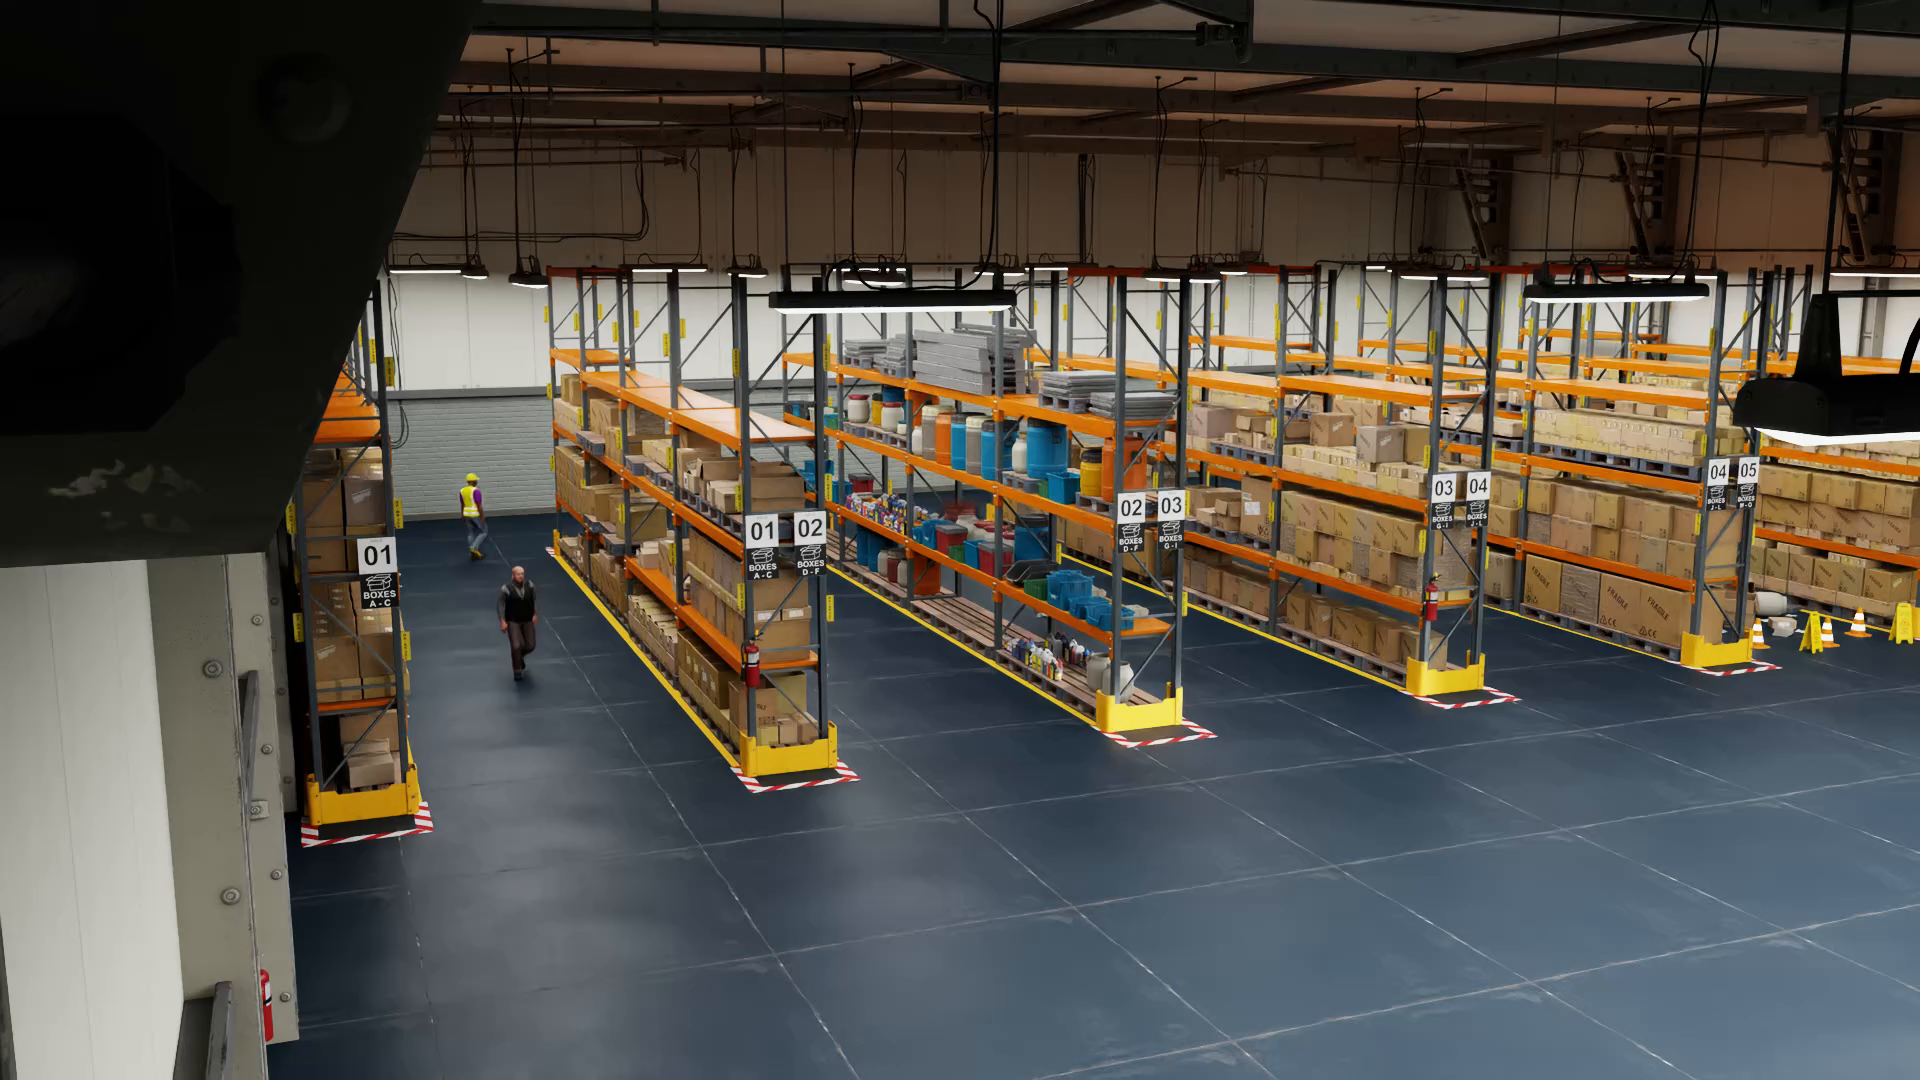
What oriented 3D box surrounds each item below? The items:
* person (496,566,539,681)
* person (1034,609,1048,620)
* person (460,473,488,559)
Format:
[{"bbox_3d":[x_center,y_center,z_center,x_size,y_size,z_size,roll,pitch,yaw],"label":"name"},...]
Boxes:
[{"bbox_3d":[-6.621,1.208,24.867,0.624,1.704,0.638,-7,12,-33],"label":"person"},{"bbox_3d":[1.295,0.541,27.635,0.489,1.639,0.462,0,10,-2],"label":"person"},{"bbox_3d":[-10.071,-0.486,34.345,0.610,1.768,0.486,6,11,30],"label":"person"}]
